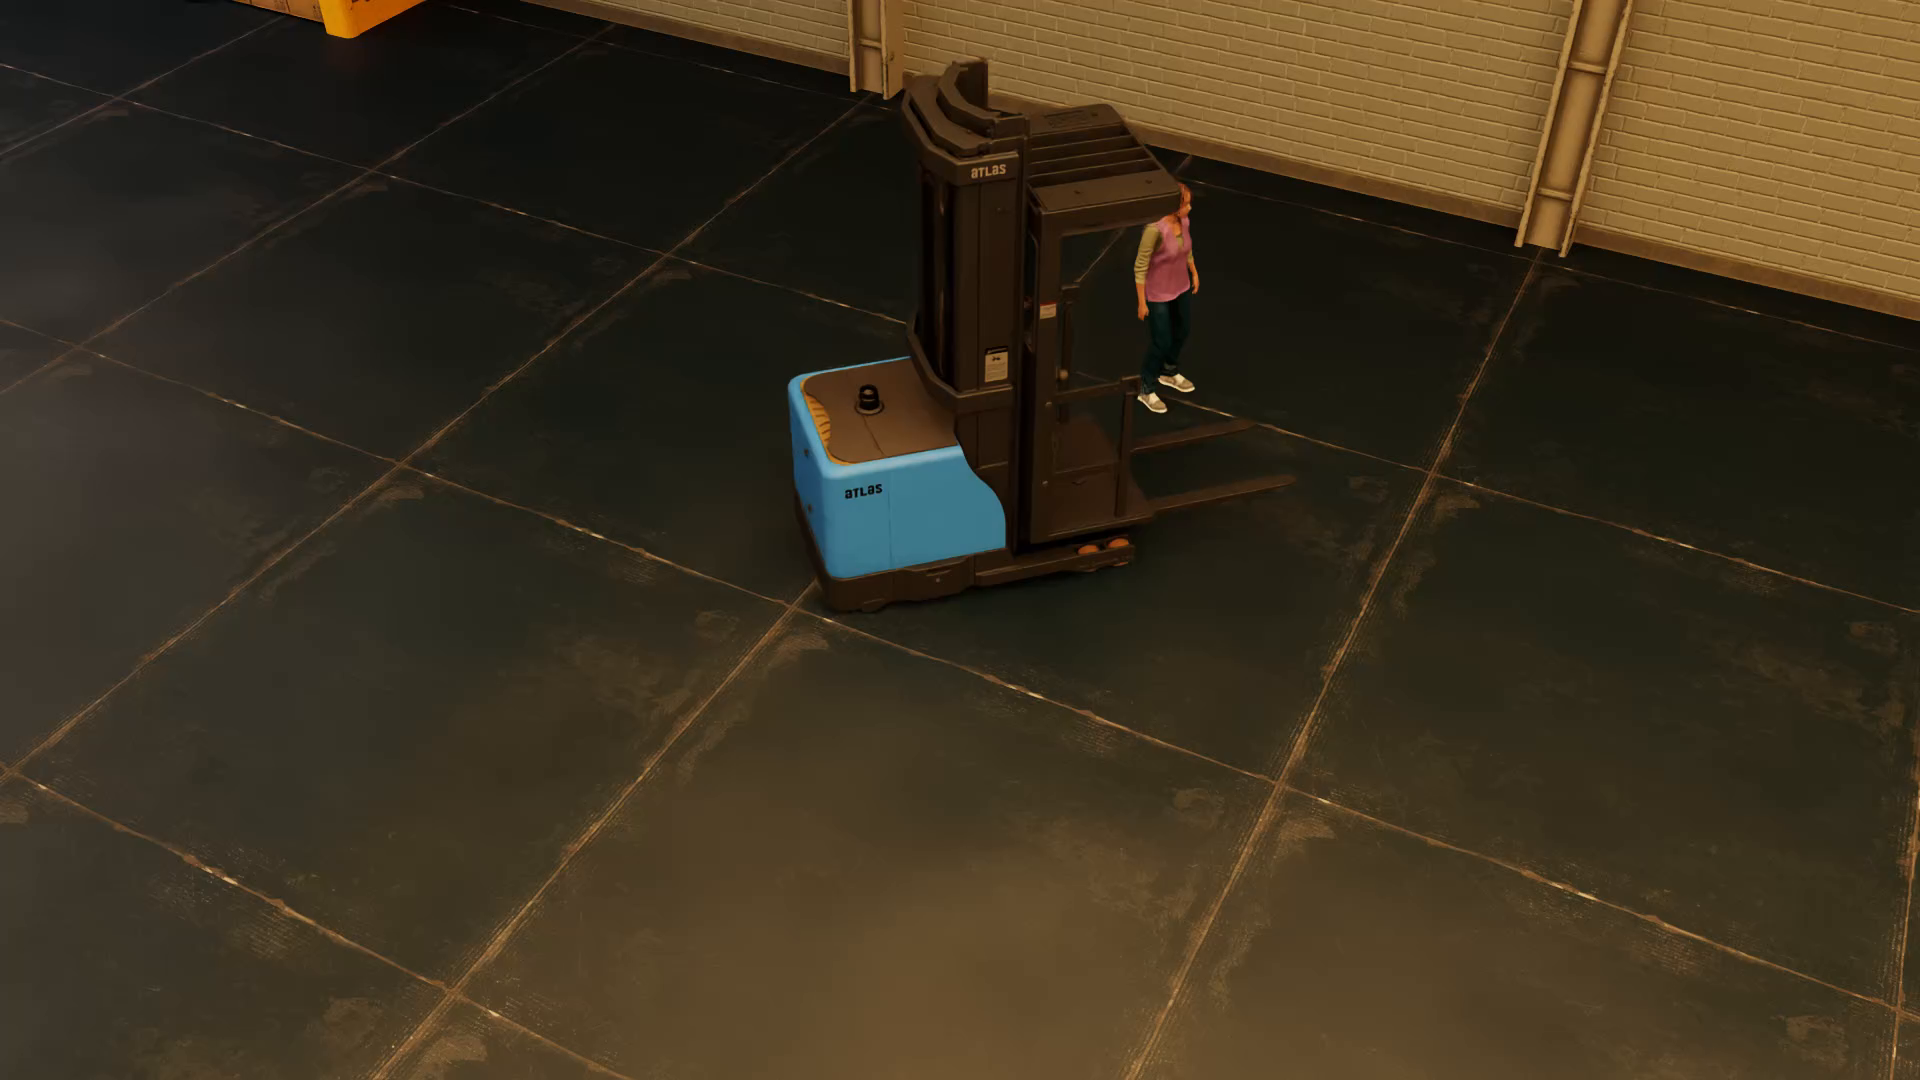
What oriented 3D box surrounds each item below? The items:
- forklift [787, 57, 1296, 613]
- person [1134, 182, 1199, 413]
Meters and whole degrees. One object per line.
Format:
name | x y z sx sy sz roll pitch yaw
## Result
forklift | 0.550 -1.242 9.462 3.031 2.935 1.130 -11 41 -13
person | 1.377 -1.625 10.956 0.365 1.594 0.558 30 48 30
